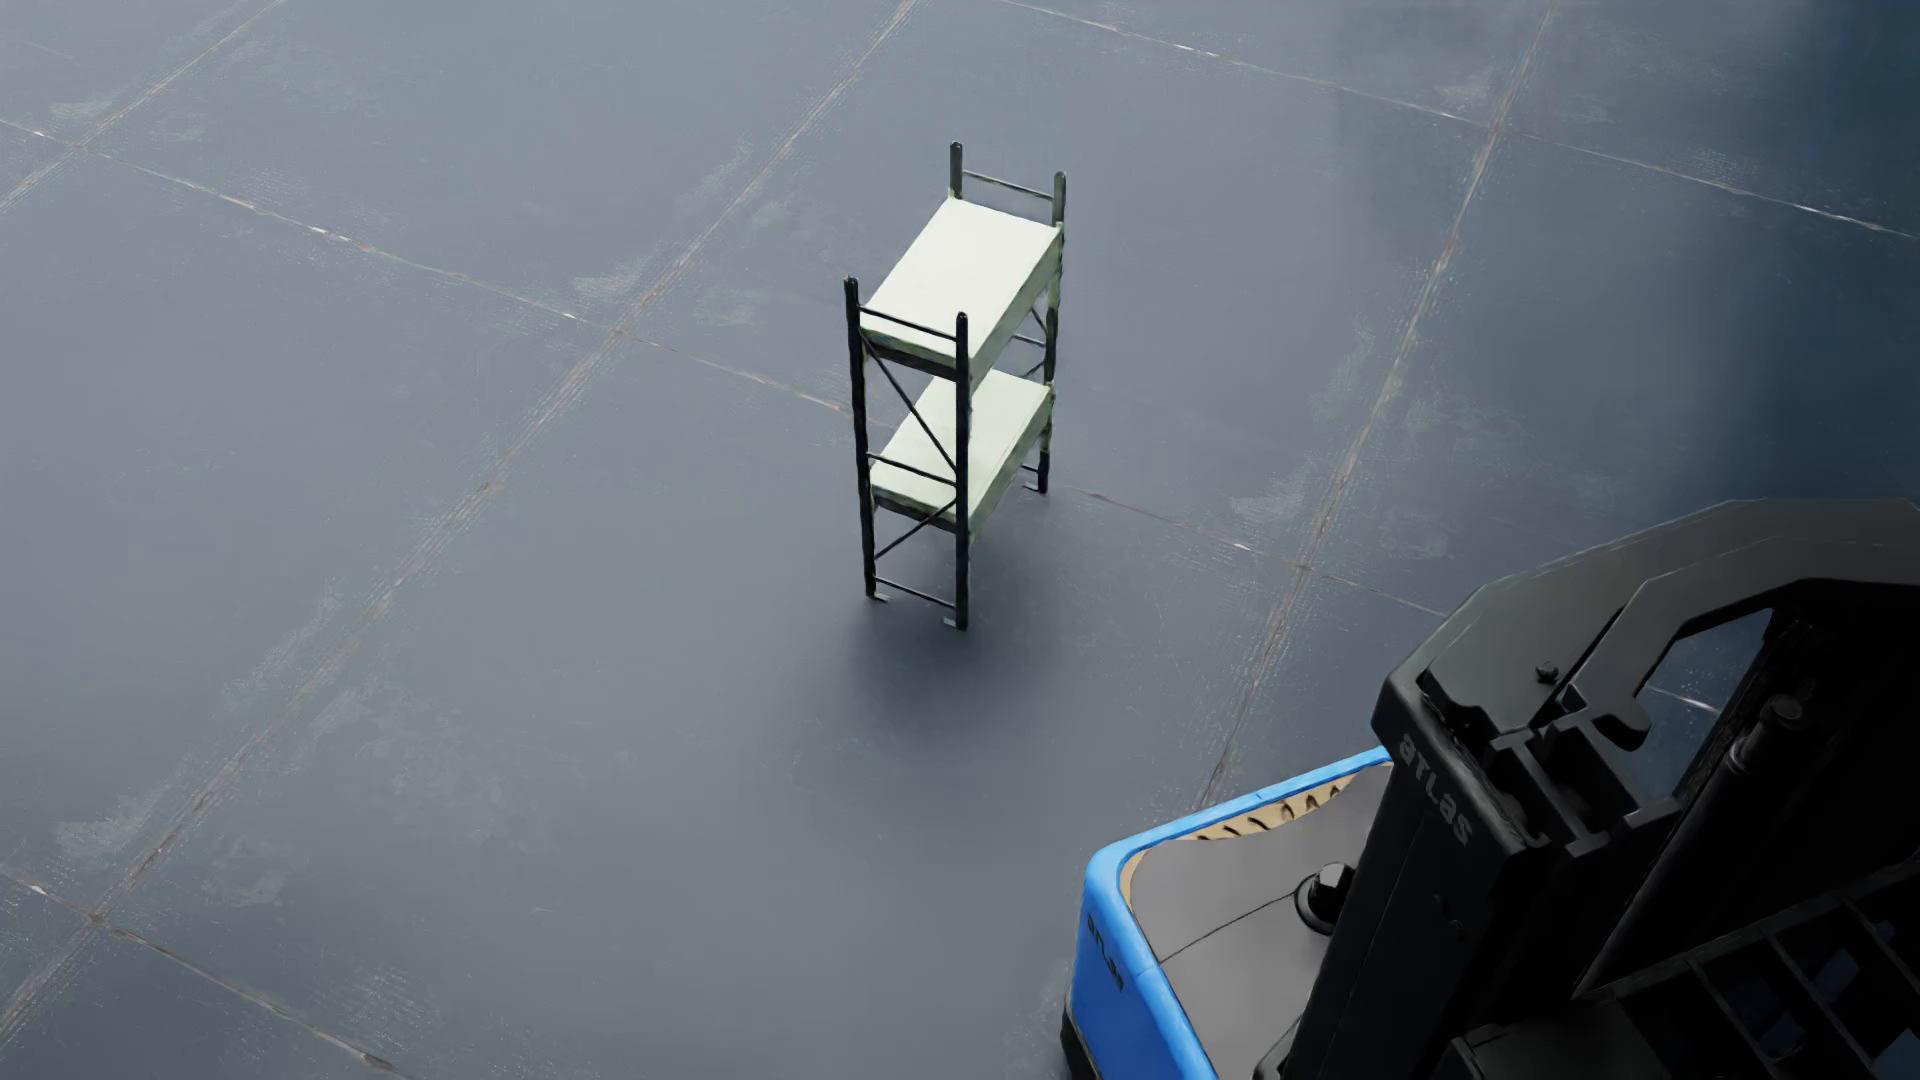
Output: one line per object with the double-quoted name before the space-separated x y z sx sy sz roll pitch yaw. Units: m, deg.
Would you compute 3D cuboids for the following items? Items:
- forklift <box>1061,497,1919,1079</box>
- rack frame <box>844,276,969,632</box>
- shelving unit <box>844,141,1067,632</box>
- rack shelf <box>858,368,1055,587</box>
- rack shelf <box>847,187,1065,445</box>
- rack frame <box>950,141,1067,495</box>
"forklift" 1.318 1.442 3.099 1.130 2.935 3.031 -17 52 -14
"rack frame" -0.159 -0.229 5.460 0.400 1.500 0.023 20 52 16
"shelving unit" -0.003 -0.481 5.675 0.431 1.500 0.755 20 52 16
"rack shelf" -0.003 -0.270 5.923 0.431 0.370 0.720 20 52 16
"rack shelf" -0.003 -0.734 5.378 0.431 0.370 0.720 20 52 16
"rack frame" 0.154 -0.733 5.889 0.400 1.500 0.023 20 52 16
